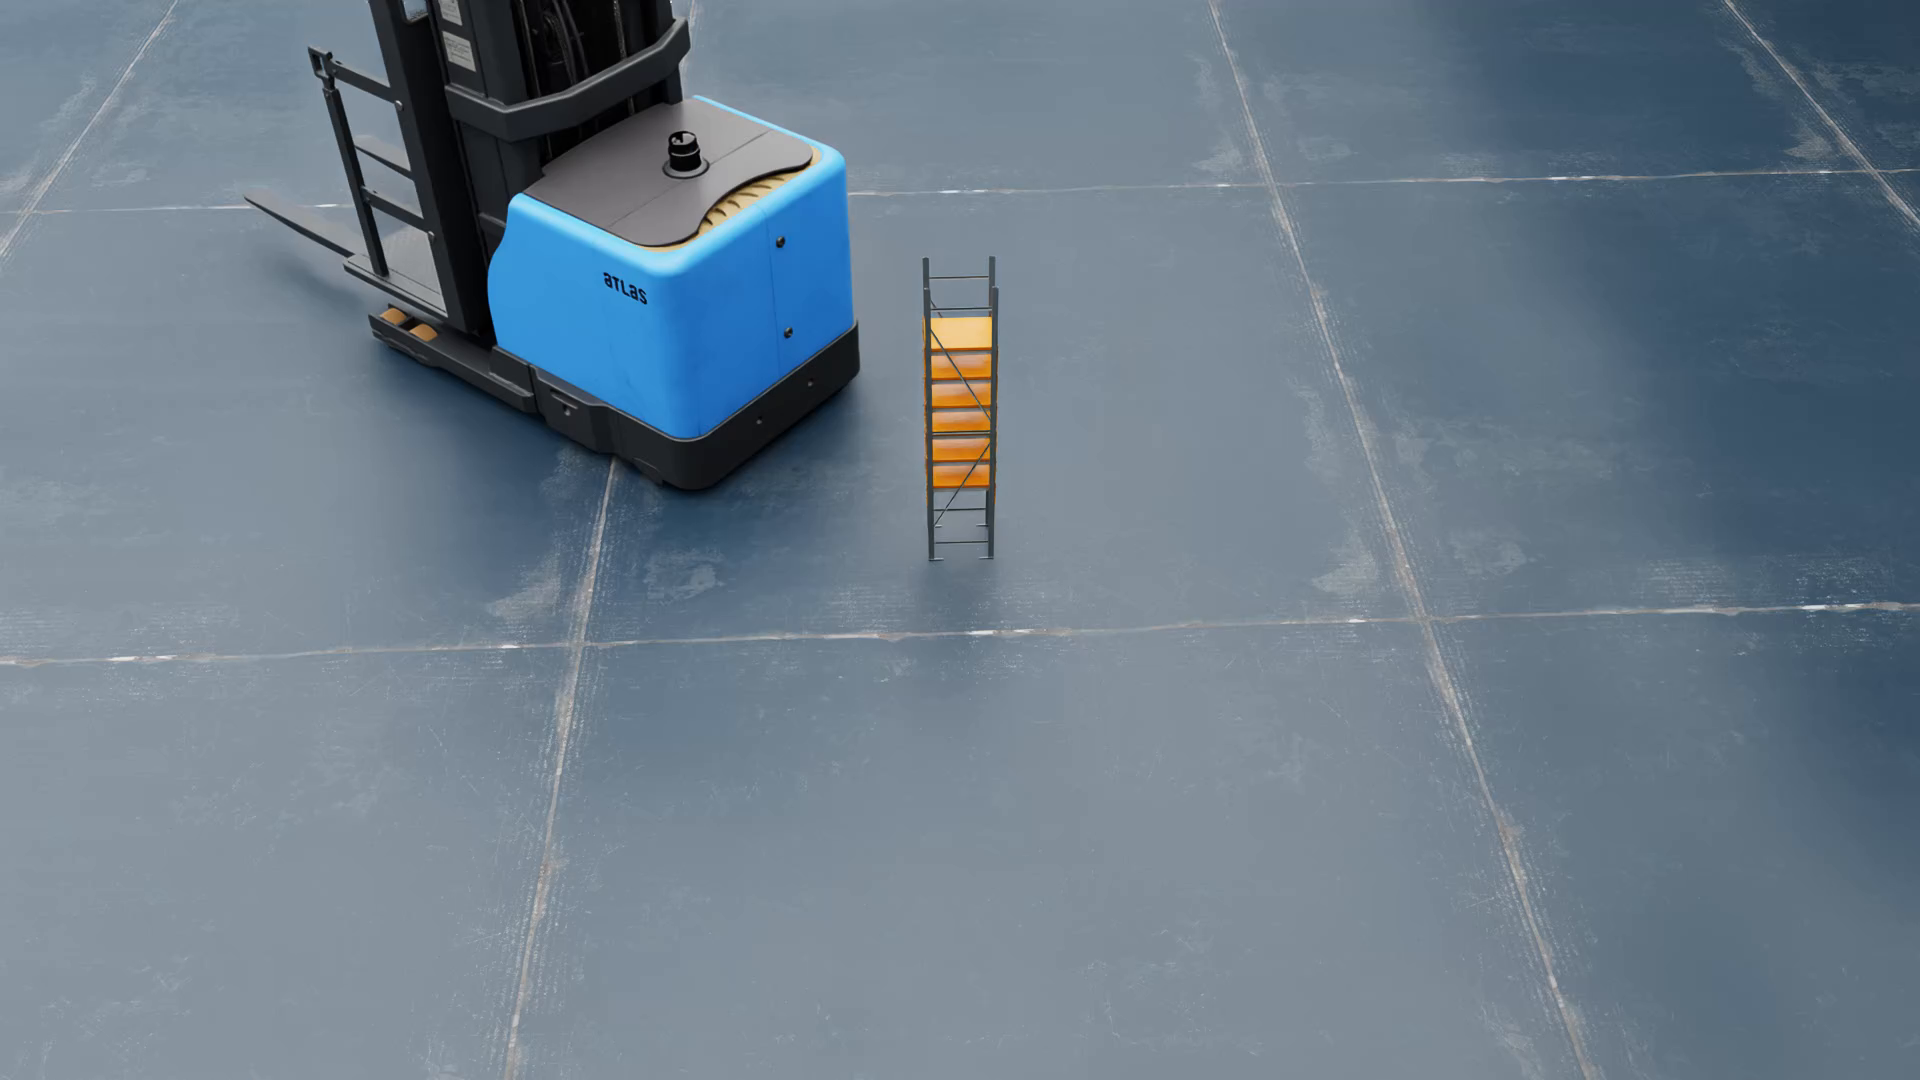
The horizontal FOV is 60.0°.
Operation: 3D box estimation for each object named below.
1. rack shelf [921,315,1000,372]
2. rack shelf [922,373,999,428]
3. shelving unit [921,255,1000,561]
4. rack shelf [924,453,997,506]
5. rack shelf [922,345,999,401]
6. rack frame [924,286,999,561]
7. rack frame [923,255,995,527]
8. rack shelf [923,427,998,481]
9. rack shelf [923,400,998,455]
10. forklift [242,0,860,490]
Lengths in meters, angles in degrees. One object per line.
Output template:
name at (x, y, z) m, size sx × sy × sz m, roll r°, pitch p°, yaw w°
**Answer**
rack shelf at (0.001, -0.665, 5.621) m, size 0.258 × 0.103 × 0.180 m, roll -2°, pitch 43°, yaw -2°
rack shelf at (0.001, -0.488, 5.783) m, size 0.258 × 0.103 × 0.180 m, roll -2°, pitch 43°, yaw -2°
shelving unit at (0.001, -0.433, 5.834) m, size 0.258 × 1.200 × 0.189 m, roll -2°, pitch 43°, yaw -2°
rack shelf at (0.001, -0.223, 6.026) m, size 0.258 × 0.103 × 0.180 m, roll -2°, pitch 43°, yaw -2°
rack shelf at (0.001, -0.577, 5.702) m, size 0.258 × 0.103 × 0.180 m, roll -2°, pitch 43°, yaw -2°
rack frame at (0.005, -0.371, 5.767) m, size 0.240 × 1.200 × 0.006 m, roll -2°, pitch 43°, yaw -2°
rack frame at (-0.003, -0.494, 5.901) m, size 0.240 × 1.200 × 0.006 m, roll -2°, pitch 43°, yaw -2°
rack shelf at (0.001, -0.311, 5.945) m, size 0.258 × 0.103 × 0.180 m, roll -2°, pitch 43°, yaw -2°
rack shelf at (0.001, -0.400, 5.864) m, size 0.258 × 0.103 × 0.180 m, roll -2°, pitch 43°, yaw -2°
forklift at (-1.901, -2.086, 6.357) m, size 3.031 × 2.935 × 1.130 m, roll 27°, pitch 49°, yaw 26°
